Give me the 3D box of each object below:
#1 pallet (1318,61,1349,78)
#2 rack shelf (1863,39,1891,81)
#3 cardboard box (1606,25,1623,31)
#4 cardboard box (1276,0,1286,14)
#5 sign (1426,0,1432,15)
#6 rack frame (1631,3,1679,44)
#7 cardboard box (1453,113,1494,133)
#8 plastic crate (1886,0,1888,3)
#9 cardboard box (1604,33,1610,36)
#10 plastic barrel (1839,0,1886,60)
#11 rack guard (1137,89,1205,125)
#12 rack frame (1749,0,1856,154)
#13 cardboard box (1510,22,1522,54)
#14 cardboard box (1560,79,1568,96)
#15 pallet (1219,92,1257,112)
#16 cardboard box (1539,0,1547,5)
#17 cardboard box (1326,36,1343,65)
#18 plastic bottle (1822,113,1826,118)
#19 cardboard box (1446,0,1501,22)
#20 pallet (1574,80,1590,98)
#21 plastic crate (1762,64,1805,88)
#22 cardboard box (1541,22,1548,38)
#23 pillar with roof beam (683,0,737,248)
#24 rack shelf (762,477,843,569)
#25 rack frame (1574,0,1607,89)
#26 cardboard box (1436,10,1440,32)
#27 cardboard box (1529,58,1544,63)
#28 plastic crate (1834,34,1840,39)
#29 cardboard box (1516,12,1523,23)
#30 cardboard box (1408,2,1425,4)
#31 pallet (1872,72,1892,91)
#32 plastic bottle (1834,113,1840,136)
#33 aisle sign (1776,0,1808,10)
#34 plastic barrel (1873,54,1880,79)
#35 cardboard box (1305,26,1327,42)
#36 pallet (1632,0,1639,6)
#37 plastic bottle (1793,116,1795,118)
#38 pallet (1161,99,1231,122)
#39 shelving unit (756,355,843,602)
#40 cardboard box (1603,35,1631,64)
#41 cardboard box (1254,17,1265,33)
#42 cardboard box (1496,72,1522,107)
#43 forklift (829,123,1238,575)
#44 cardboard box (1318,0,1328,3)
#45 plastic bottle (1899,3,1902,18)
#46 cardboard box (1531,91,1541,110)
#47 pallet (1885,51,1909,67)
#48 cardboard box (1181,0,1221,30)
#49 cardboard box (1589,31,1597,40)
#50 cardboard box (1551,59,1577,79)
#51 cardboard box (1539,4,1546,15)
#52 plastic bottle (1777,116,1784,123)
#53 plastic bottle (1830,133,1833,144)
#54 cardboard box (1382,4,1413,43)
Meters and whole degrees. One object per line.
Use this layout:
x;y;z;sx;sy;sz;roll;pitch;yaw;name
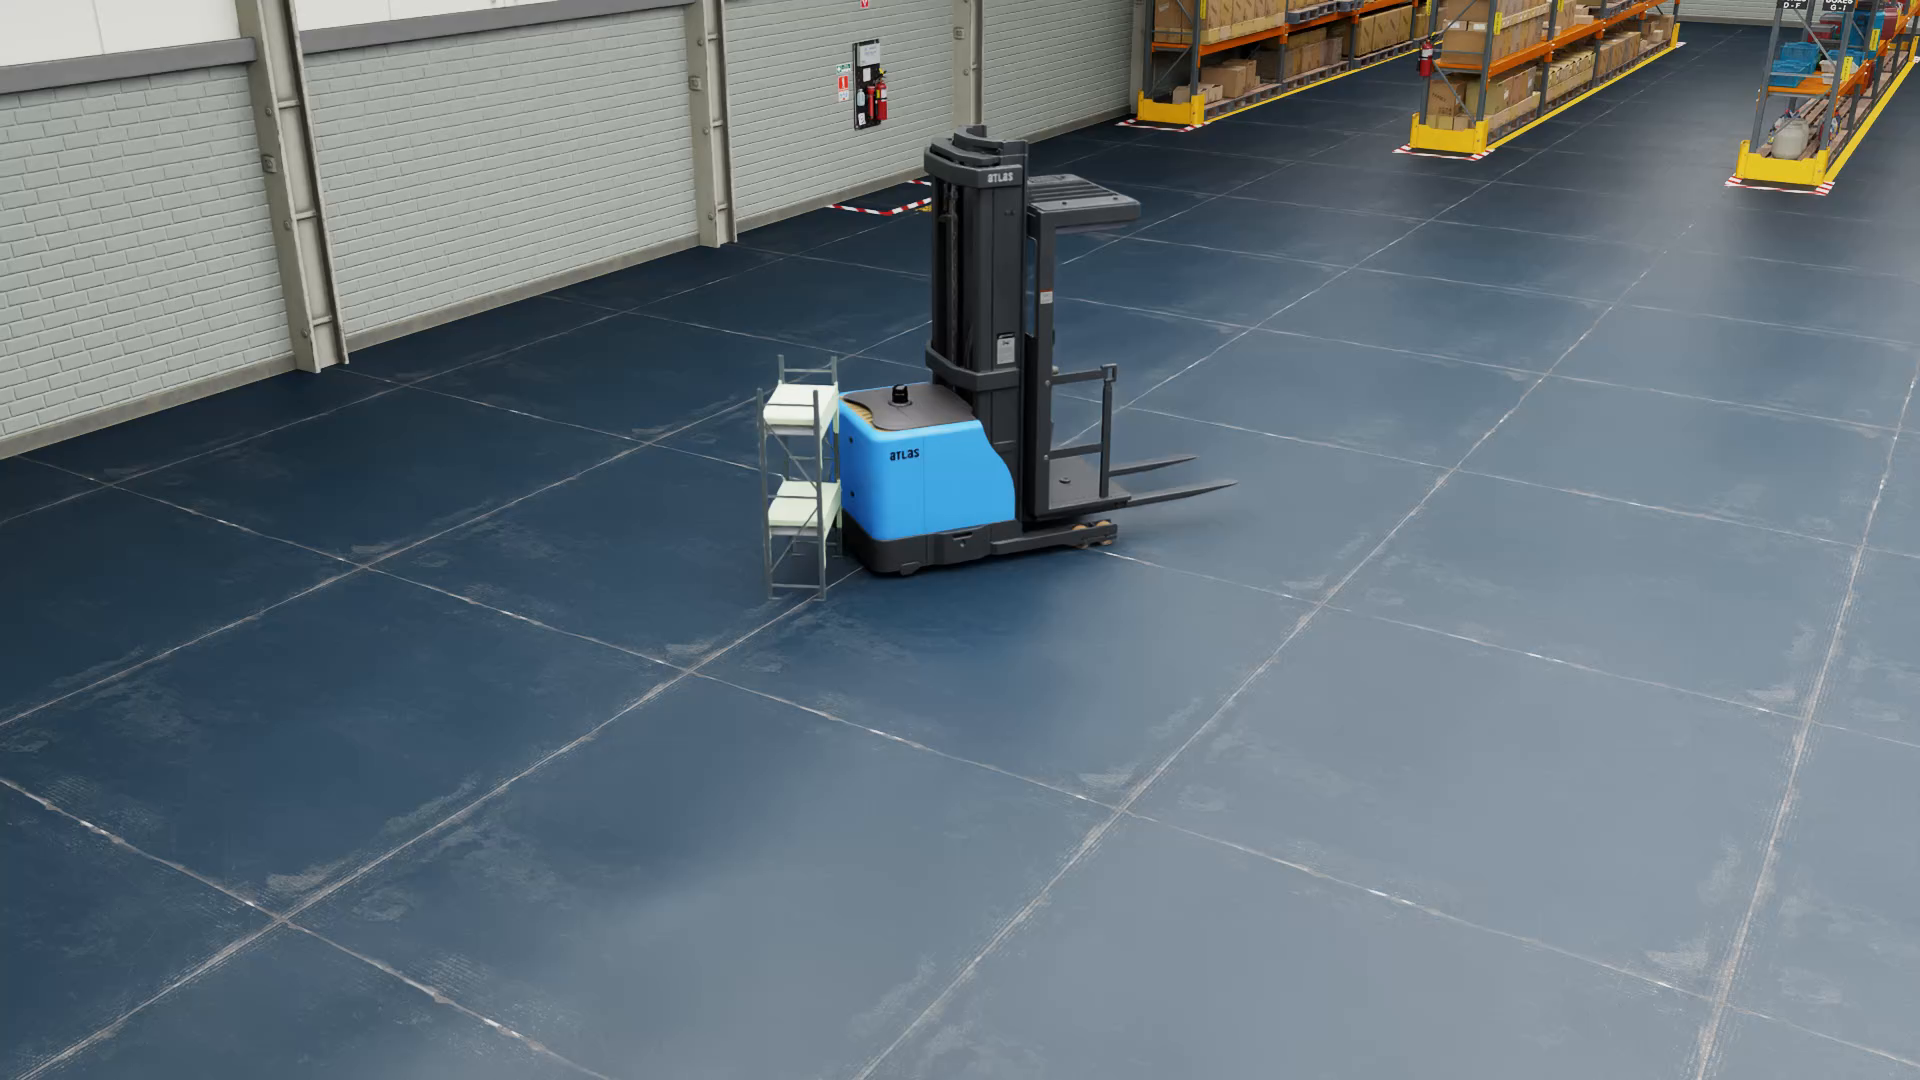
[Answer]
7.467;-9.890;34.829;1.003;0.211;1.213;14;27;29;pallet
15.242;-8.351;28.672;1.077;0.370;4.000;14;27;29;rack shelf
14.260;-11.053;36.598;0.500;0.500;0.500;14;27;29;cardboard box
5.783;-10.143;31.124;0.500;0.500;0.500;14;27;29;cardboard box
7.417;-8.454;26.248;0.100;0.325;0.005;14;27;29;sign
16.310;-13.096;38.726;1.000;3.000;0.127;14;27;29;rack frame
8.342;-6.761;27.025;0.500;0.250;0.500;14;27;29;cardboard box
19.369;-11.157;34.319;0.437;0.282;0.530;14;27;29;plastic crate
13.466;-10.506;35.336;0.500;0.500;0.500;14;27;30;cardboard box
14.648;-8.304;27.024;0.600;0.901;0.708;14;27;29;plastic barrel
3.700;-7.611;29.202;1.175;0.500;0.348;14;27;29;rack guard
12.077;-6.657;23.851;1.000;3.000;0.127;14;27;29;rack frame
8.942;-8.420;27.798;0.700;0.500;0.500;15;27;31;cardboard box
10.945;-8.409;30.830;0.500;0.250;0.500;13;27;27;cardboard box
4.803;-8.156;30.823;1.003;0.211;1.213;14;27;29;pallet
9.752;-9.536;28.743;0.700;0.500;0.500;14;27;29;cardboard box
7.545;-10.234;34.706;0.700;0.500;0.500;14;27;30;cardboard box
13.969;-6.745;26.836;0.144;0.351;0.185;14;27;29;plastic bottle
8.156;-8.510;26.373;0.700;0.500;0.500;14;27;29;cardboard box
11.623;-8.847;32.420;1.003;0.211;1.213;14;27;29;pallet
12.086;-6.820;24.415;0.499;0.251;0.616;14;27;29;plastic crate
10.203;-9.152;29.805;0.500;0.250;0.500;16;28;32;cardboard box
0.622;-6.951;16.980;9.100;9.000;0.400;14;27;29;pillar with roof beam
-1.078;-0.125;11.472;0.431;0.370;0.720;2;24;5;rack shelf
12.090;-10.396;32.489;1.000;3.000;0.127;14;27;29;rack frame
11.012;-12.401;39.738;0.700;0.500;0.500;15;27;30;cardboard box
10.753;-8.945;31.363;0.500;0.311;0.500;13;27;28;cardboard box
14.866;-8.556;28.506;0.450;0.188;0.662;14;27;29;plastic crate
9.072;-8.645;27.502;0.380;0.149;0.250;14;27;29;cardboard box
10.910;-12.789;39.819;0.380;0.149;0.250;13;27;28;cardboard box
17.964;-9.175;33.179;1.003;0.211;1.213;14;27;29;pallet
13.991;-6.650;26.617;0.144;0.351;0.185;12;26;26;plastic bottle
11.786;-7.888;23.422;0.394;0.787;0.004;14;27;29;aisle sign
17.732;-9.517;32.572;0.600;0.901;0.708;14;27;29;plastic barrel
7.191;-10.399;34.143;0.500;0.250;0.500;14;27;30;cardboard box
13.686;-11.411;35.075;1.003;0.211;1.213;14;27;29;pallet
13.434;-6.697;26.824;0.097;0.271;0.097;0;23;0;plastic bottle
4.159;-7.745;29.876;1.003;0.211;1.213;14;27;29;pallet
-1.078;-0.424;11.342;0.431;1.500;0.755;2;24;5;shelving unit
13.651;-10.240;34.721;0.500;0.500;0.500;14;27;30;cardboard box
5.256;-9.460;30.491;0.500;0.250;0.500;14;27;29;cardboard box
9.136;-7.611;28.044;0.500;0.500;0.500;14;27;29;cardboard box
0.606;-1.466;11.947;3.031;2.935;1.130;-10;25;-21;forklift
7.002;-11.095;33.423;0.700;0.500;0.500;14;27;29;cardboard box
18.390;-10.365;32.563;0.061;0.283;0.133;14;27;29;plastic bottle
9.921;-7.774;29.366;0.500;0.250;0.500;14;27;29;cardboard box
20.049;-10.507;36.255;1.003;0.211;1.213;14;27;29;pallet
4.167;-9.115;28.750;0.500;0.500;0.500;14;27;29;cardboard box
12.947;-10.526;34.437;0.500;0.250;0.500;13;27;28;cardboard box
11.220;-8.841;31.122;0.500;0.311;0.500;15;27;30;cardboard box
9.887;-9.170;28.714;0.380;0.149;0.250;13;27;28;cardboard box
12.986;-6.537;26.356;0.144;0.351;0.185;15;28;31;plastic bottle
13.584;-6.304;26.004;0.097;0.201;0.097;0;23;0;plastic bottle
9.758;-11.742;37.776;0.750;0.750;0.750;14;27;30;cardboard box
